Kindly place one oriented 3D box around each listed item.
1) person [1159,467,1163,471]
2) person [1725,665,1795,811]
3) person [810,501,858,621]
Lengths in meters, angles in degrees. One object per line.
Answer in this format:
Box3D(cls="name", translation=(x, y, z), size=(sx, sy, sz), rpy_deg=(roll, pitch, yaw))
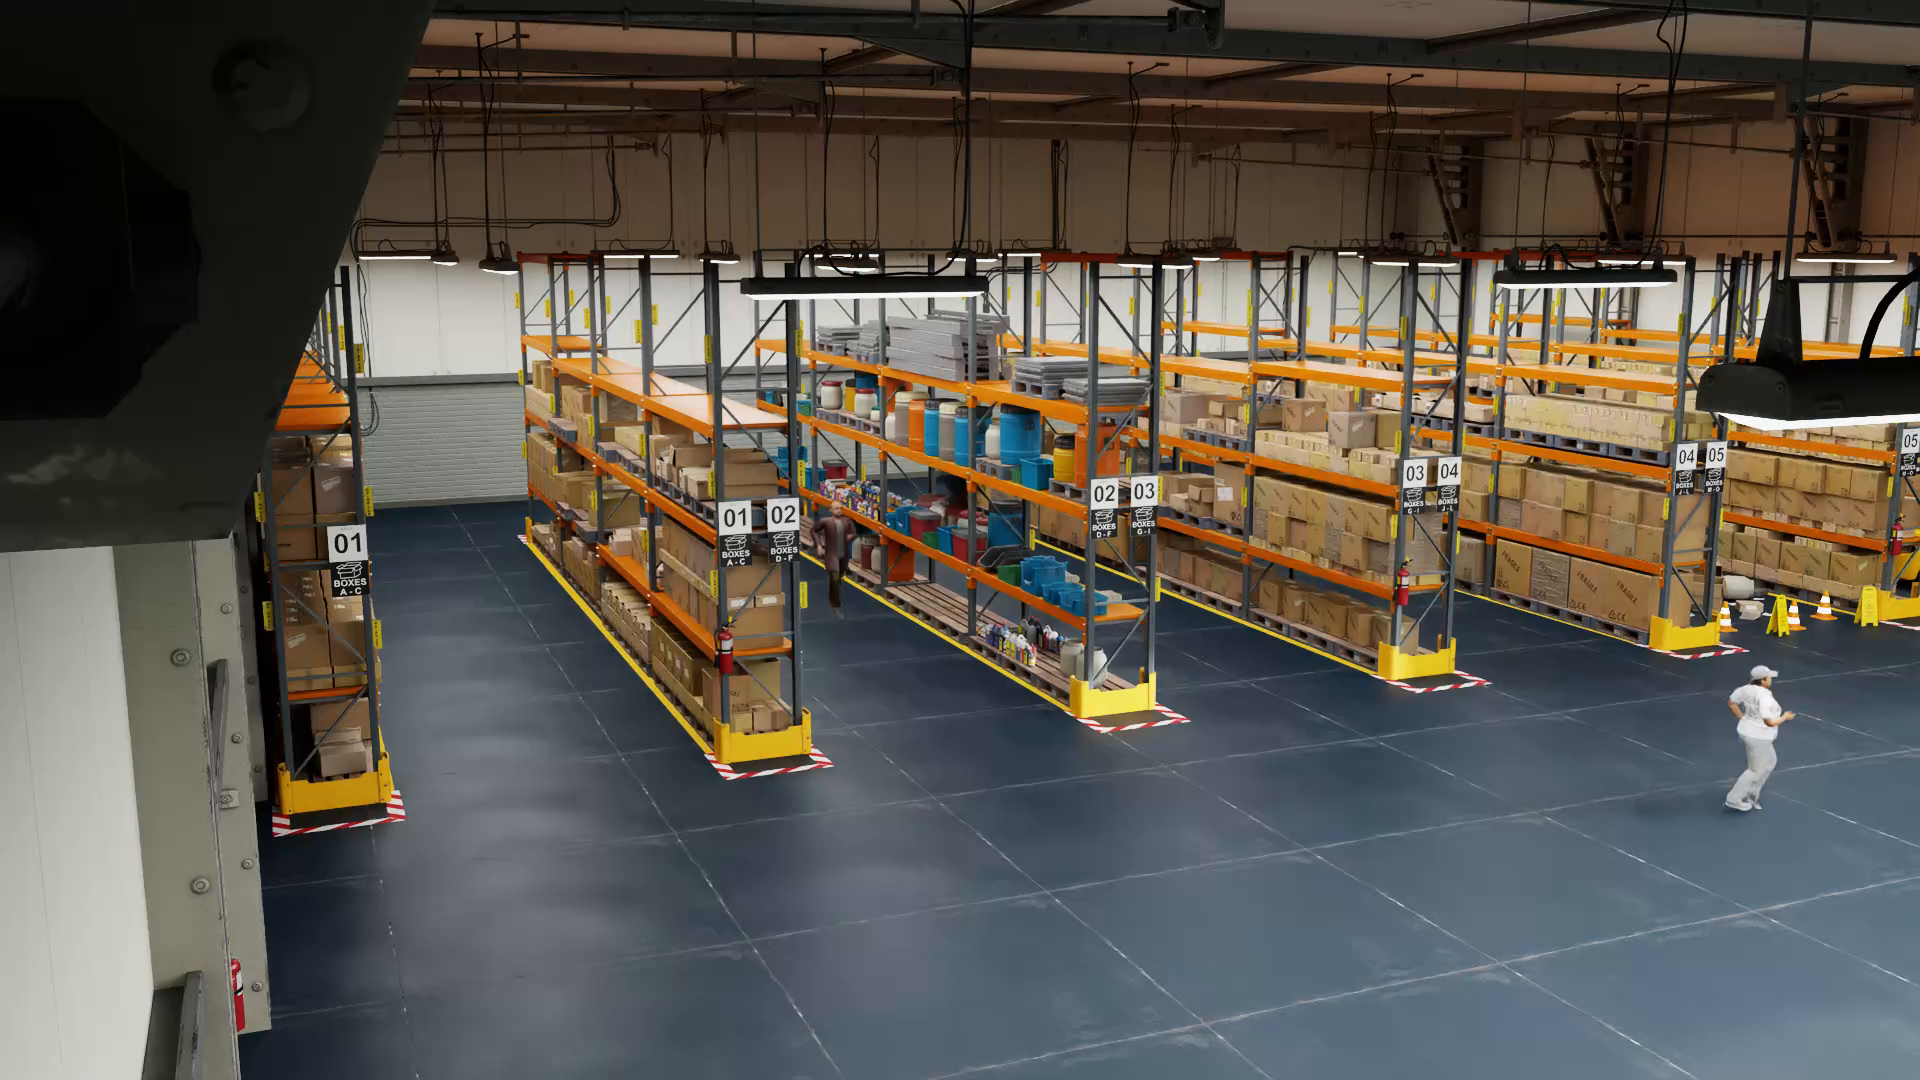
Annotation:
Box3D(cls="person", translation=(4.196, -0.758, 34.852), size=(0.530, 1.553, 0.552), rpy_deg=(-5, 11, -25))
Box3D(cls="person", translation=(8.842, 2.214, 18.402), size=(0.660, 1.700, 0.583), rpy_deg=(1, 10, 3))
Box3D(cls="person", translation=(-1.986, 0.415, 26.860), size=(0.672, 1.684, 0.818), rpy_deg=(-7, 12, -32))
